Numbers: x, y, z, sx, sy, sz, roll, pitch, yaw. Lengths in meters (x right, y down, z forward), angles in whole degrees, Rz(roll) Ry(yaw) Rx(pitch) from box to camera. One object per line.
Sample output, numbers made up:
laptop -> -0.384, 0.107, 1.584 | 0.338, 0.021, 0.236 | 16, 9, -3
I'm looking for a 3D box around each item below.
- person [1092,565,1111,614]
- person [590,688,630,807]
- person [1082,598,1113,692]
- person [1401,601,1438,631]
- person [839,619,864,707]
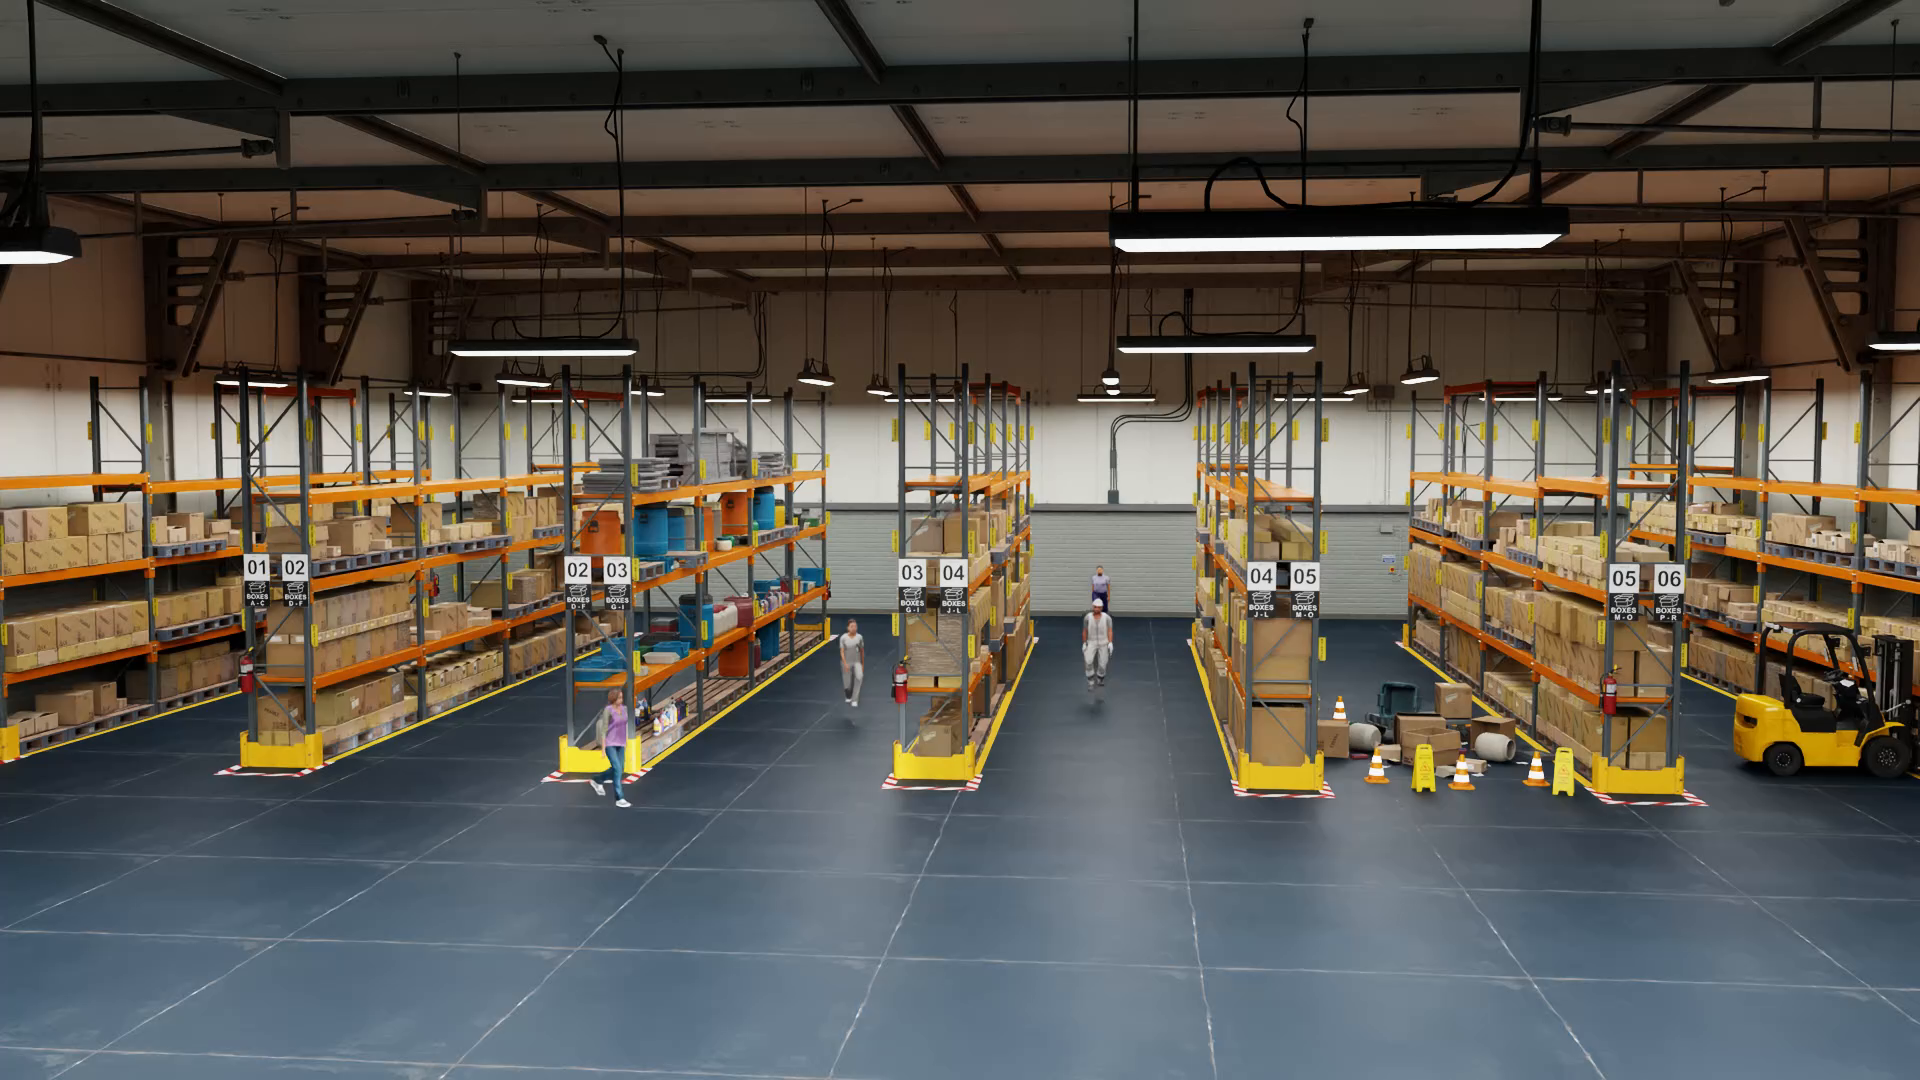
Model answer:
person -> 3.630, 1.441, 42.803 | 0.485, 1.602, 0.857 | 0, 4, 4
person -> -4.694, 2.778, 22.451 | 0.812, 1.546, 0.447 | 2, 4, 29
person -> 2.555, 1.928, 30.815 | 0.573, 1.690, 0.657 | 0, 4, 5
person -> 11.574, 1.453, 41.677 | 1.099, 1.738, 0.567 | 0, 4, -1
person -> -1.871, 2.124, 28.861 | 0.450, 1.511, 1.018 | -1, 4, -8
